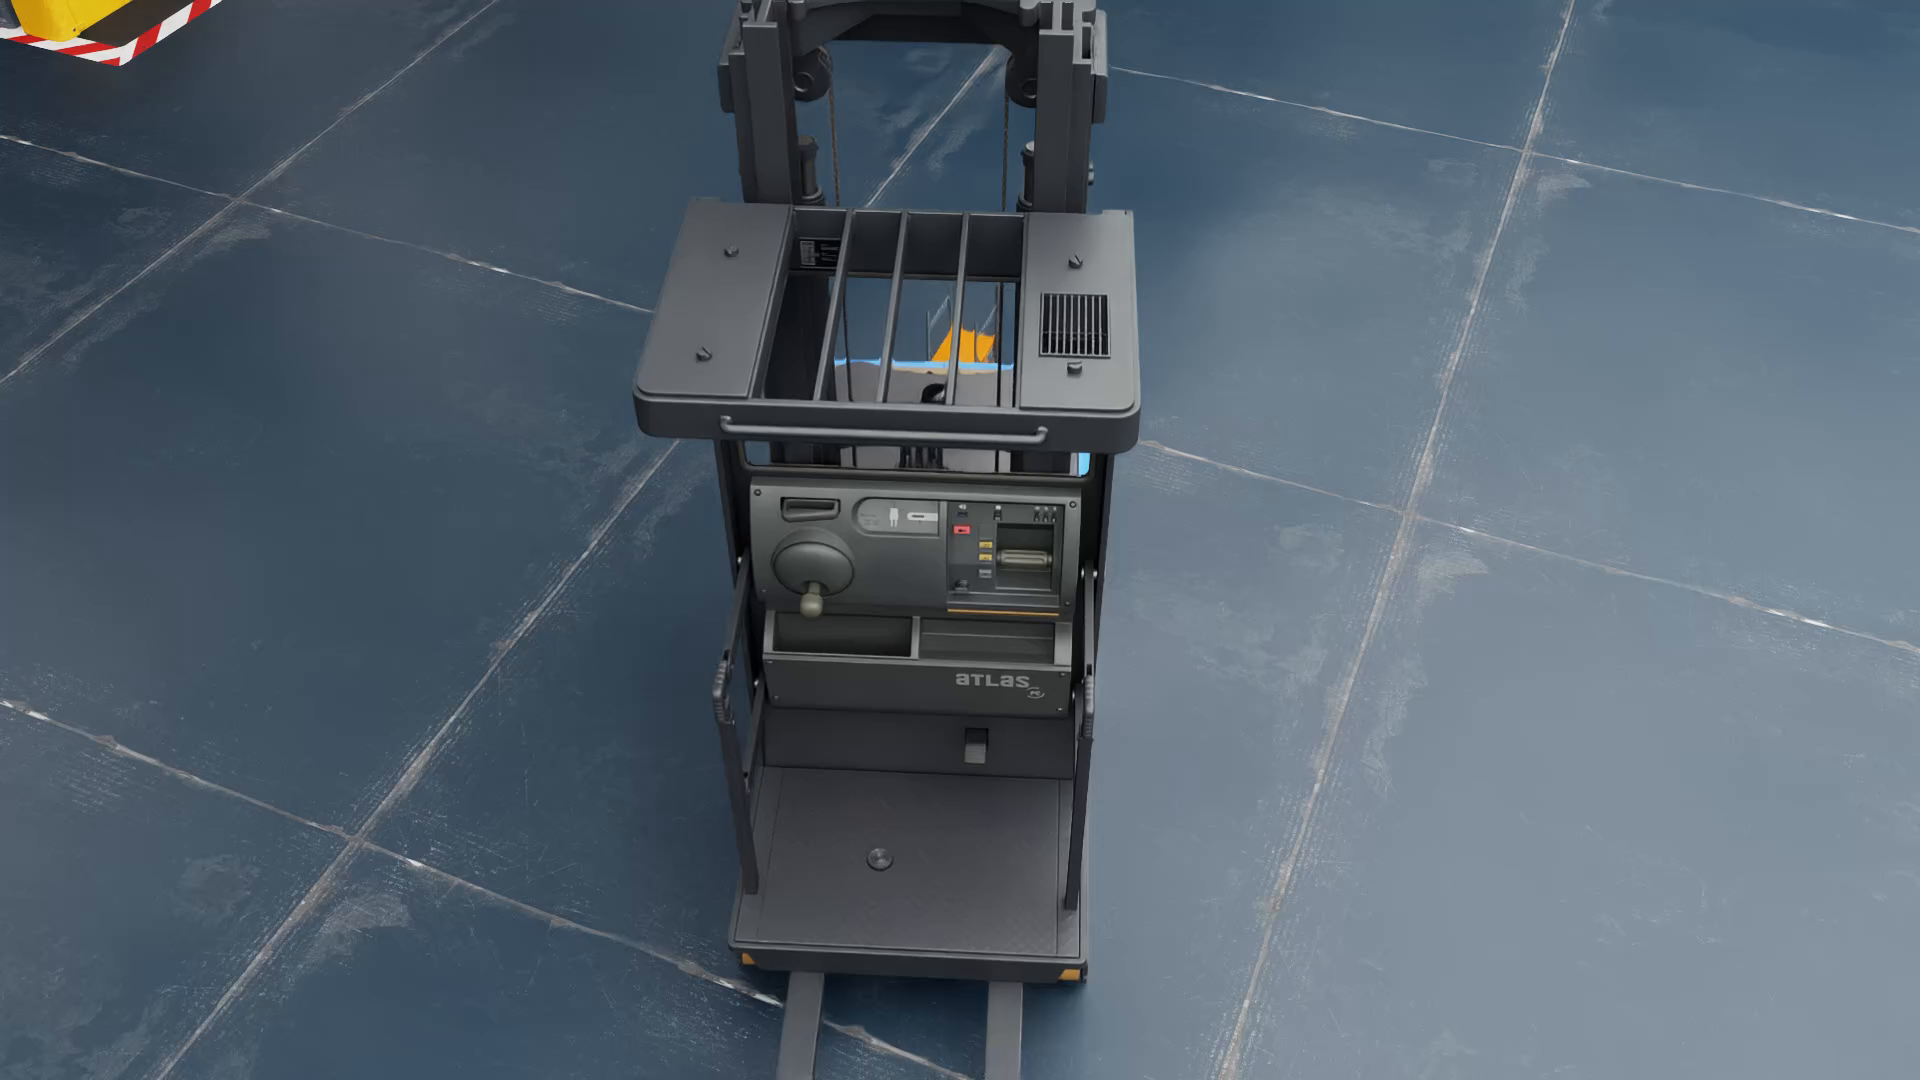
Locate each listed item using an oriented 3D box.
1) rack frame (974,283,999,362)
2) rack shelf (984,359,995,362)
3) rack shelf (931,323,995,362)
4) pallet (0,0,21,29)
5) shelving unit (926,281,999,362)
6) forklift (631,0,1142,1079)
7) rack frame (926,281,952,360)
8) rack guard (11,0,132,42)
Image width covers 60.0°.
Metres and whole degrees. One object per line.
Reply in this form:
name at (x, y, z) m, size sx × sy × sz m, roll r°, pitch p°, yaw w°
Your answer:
rack frame at (0.096, -0.421, 6.323) m, size 0.006 × 1.200 × 0.240 m, roll 15°, pitch 47°, yaw 15°
rack shelf at (0.011, -0.583, 6.208) m, size 0.180 × 0.103 × 0.258 m, roll 15°, pitch 47°, yaw 15°
rack shelf at (0.011, -0.668, 6.123) m, size 0.180 × 0.103 × 0.258 m, roll 15°, pitch 47°, yaw 15°
pallet at (-5.917, -3.553, 10.171) m, size 1.213 × 0.211 × 1.003 m, roll 16°, pitch 47°, yaw 16°
shelving unit at (0.011, -0.444, 6.346) m, size 0.189 × 1.200 × 0.258 m, roll 15°, pitch 47°, yaw 15°
forklift at (-0.137, 0.125, 4.546) m, size 1.130 × 2.935 × 3.031 m, roll 2°, pitch 45°, yaw 2°
rack frame at (-0.075, -0.467, 6.369) m, size 0.006 × 1.200 × 0.240 m, roll 15°, pitch 47°, yaw 15°
rack guard at (-5.126, -3.483, 9.896) m, size 0.348 × 0.500 × 1.175 m, roll 16°, pitch 47°, yaw 16°
